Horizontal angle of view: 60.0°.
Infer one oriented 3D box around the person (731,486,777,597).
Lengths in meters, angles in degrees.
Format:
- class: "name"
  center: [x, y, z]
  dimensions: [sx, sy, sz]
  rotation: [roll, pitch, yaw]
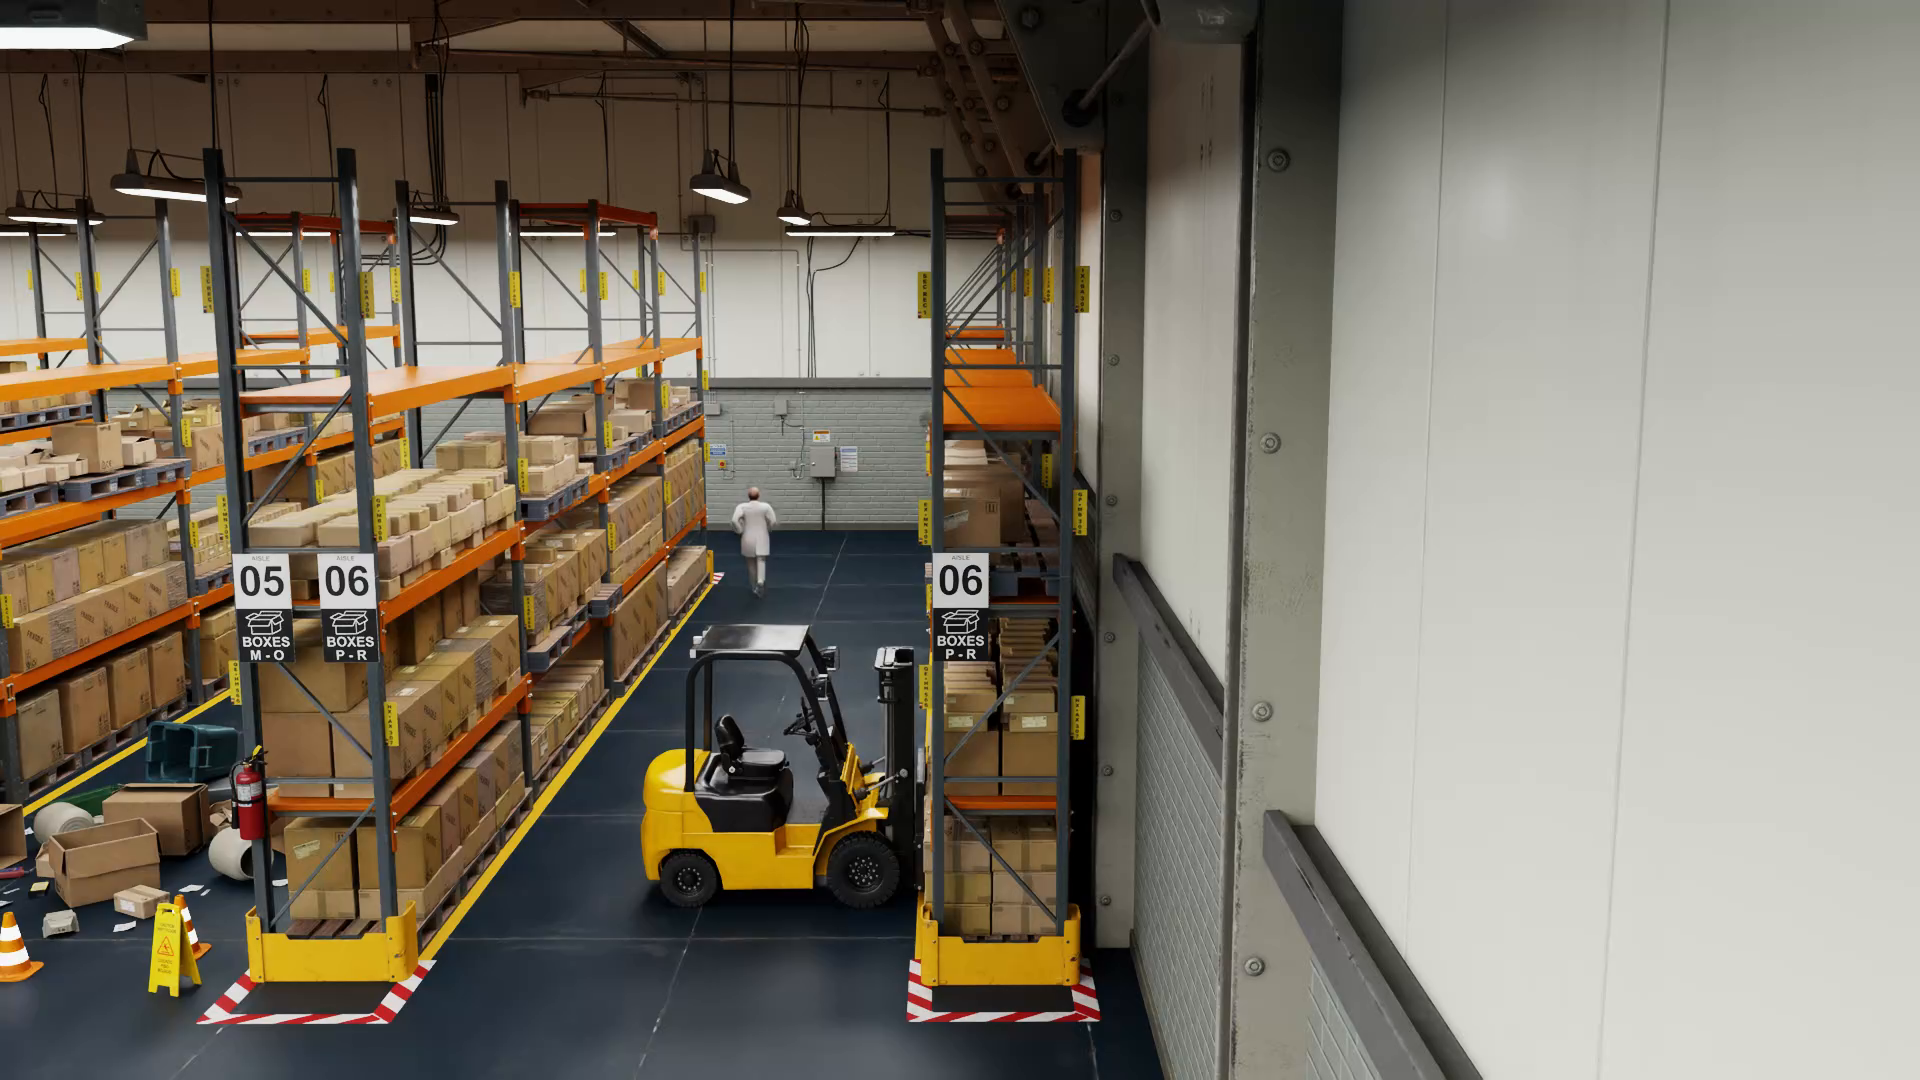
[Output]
- class: "person"
  center: [-3.247, 0.013, 26.282]
  dimensions: [0.712, 1.751, 0.972]
  rotation: [-1, 9, -8]
